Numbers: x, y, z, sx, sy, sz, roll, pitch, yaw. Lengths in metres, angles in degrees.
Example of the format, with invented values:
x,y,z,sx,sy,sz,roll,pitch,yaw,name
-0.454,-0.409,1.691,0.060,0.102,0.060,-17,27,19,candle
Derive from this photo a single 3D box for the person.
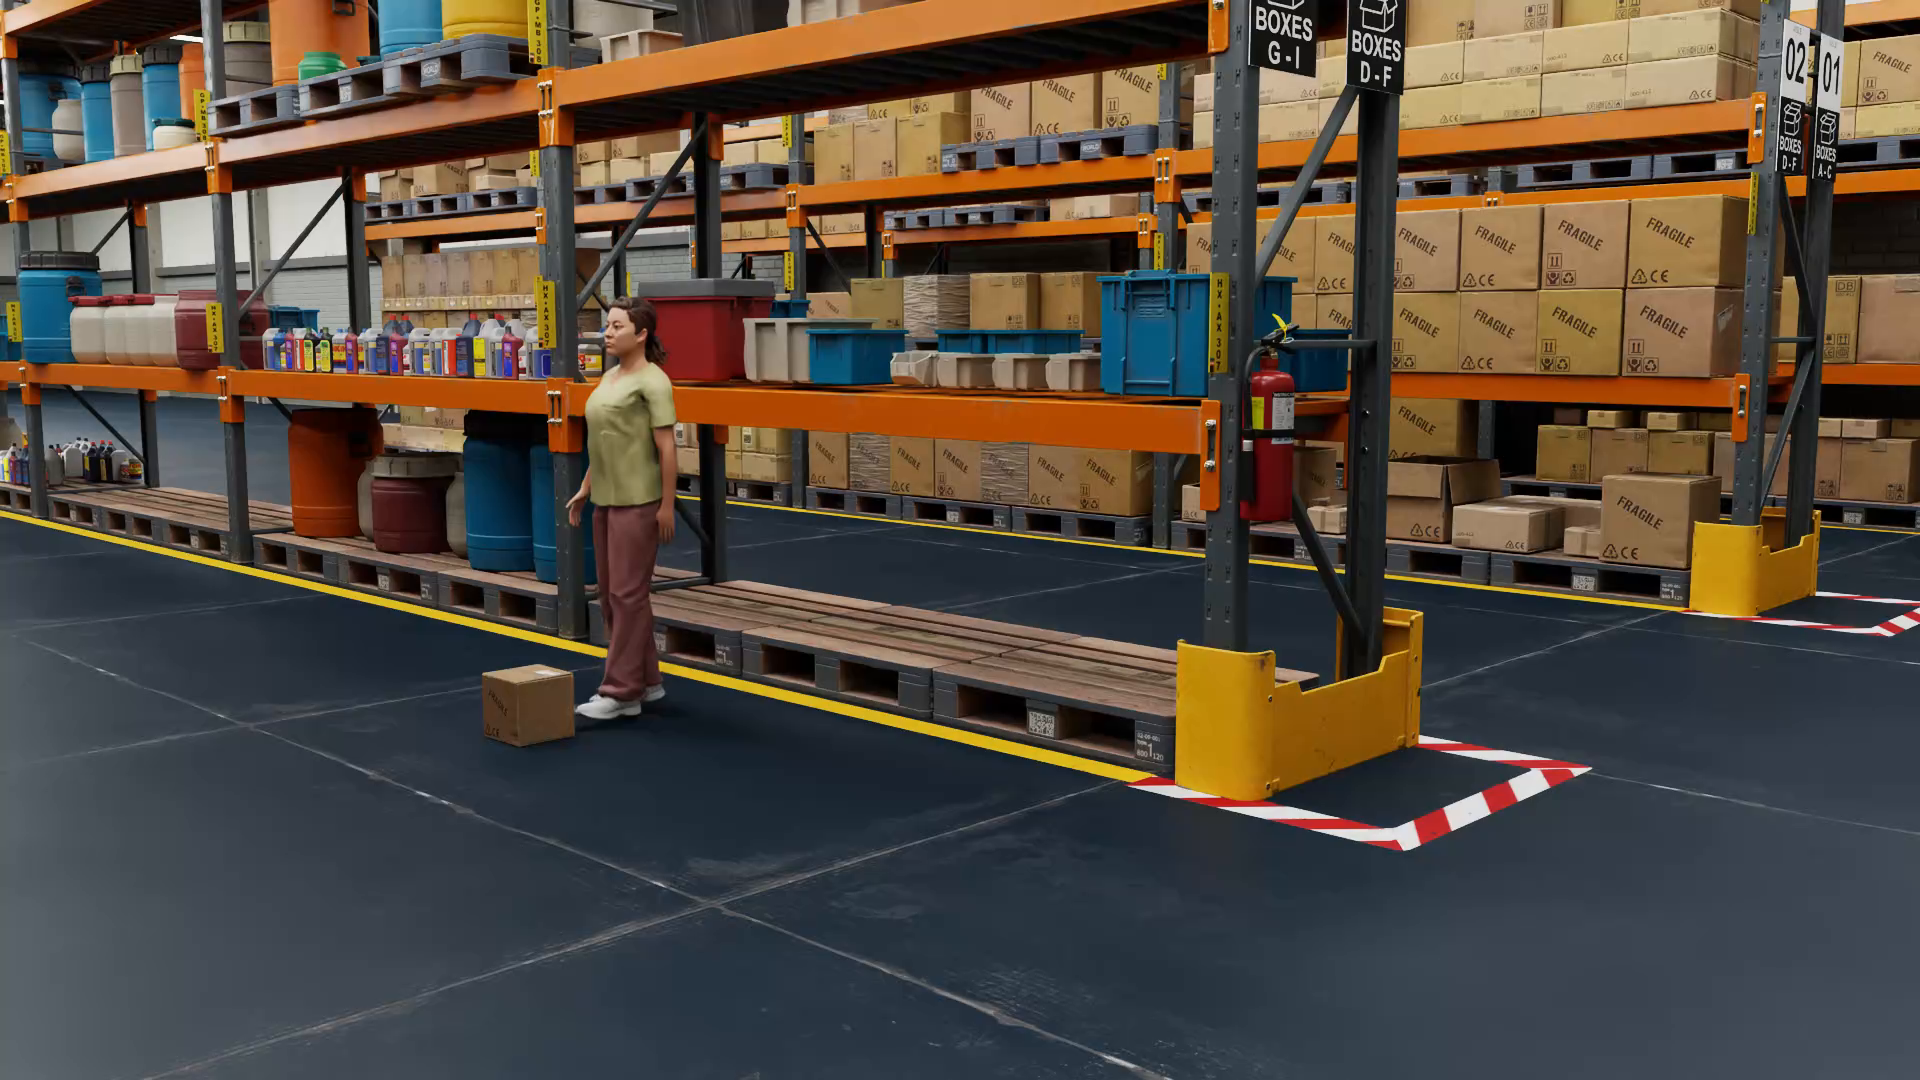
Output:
x,y,z,sx,sy,sz,roll,pitch,yaw,name
-1.378,-0.125,6.649,0.469,1.683,0.502,-6,9,-39,person
